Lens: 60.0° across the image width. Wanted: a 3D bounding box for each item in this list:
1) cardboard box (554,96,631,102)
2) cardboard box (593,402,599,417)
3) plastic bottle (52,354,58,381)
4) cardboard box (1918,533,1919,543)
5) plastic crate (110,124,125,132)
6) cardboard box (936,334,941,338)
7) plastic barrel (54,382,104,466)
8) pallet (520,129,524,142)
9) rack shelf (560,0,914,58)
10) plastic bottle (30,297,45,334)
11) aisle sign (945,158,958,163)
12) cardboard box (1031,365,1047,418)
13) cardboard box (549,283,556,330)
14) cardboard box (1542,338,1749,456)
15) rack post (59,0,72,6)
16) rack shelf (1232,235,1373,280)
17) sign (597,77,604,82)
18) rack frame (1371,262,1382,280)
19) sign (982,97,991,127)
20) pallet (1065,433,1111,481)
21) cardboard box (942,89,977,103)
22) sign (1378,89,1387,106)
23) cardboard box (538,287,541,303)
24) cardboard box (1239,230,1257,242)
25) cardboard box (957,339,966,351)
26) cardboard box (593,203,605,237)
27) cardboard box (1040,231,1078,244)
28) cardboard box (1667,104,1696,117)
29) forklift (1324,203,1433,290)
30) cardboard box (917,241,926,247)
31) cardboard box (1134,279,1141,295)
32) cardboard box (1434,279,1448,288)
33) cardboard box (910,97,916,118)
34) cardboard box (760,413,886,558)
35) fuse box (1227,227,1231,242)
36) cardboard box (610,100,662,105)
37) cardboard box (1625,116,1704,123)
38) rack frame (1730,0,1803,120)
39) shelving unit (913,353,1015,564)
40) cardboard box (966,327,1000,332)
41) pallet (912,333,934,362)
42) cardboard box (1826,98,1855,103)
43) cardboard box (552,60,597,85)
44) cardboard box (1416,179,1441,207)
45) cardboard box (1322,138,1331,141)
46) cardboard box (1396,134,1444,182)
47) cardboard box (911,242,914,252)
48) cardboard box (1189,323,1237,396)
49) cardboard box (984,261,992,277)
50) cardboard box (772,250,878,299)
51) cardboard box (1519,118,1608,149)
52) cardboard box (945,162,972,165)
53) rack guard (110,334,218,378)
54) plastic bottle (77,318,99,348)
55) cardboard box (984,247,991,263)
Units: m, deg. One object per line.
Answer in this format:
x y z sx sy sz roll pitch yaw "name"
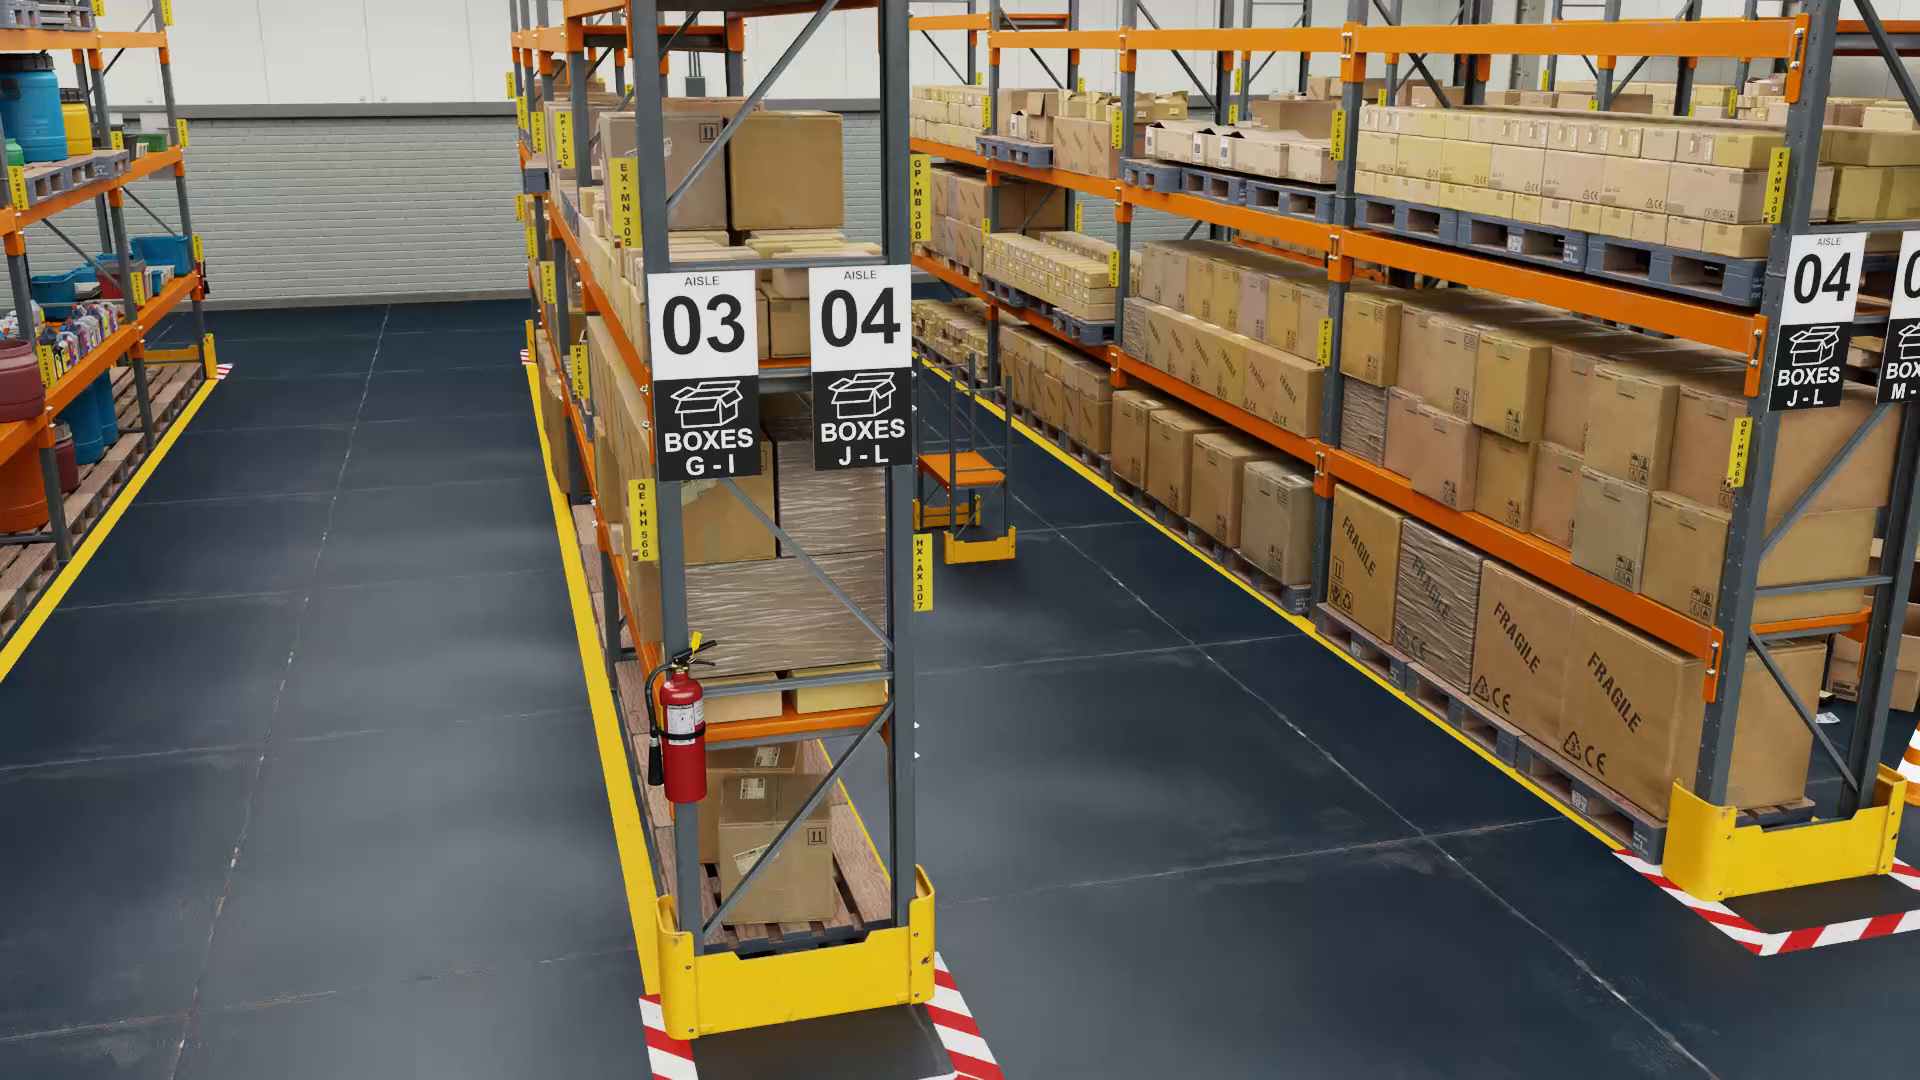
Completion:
-3.464 -3.872 15.503 0.797 0.503 0.637 -5 17 -16 "cardboard box"
-1.719 -0.576 9.963 0.875 0.500 0.500 -5 17 -15 "cardboard box"
-7.580 -1.443 13.758 0.152 0.276 0.135 -5 17 -15 "plastic bottle"
7.648 0.002 12.780 0.500 0.250 0.500 -6 18 -18 "cardboard box"
-10.005 -4.688 19.357 0.497 0.269 0.590 -5 17 -15 "plastic crate"
-0.096 -2.587 21.576 0.380 0.149 0.250 -5 17 -15 "cardboard box"
-8.416 -1.184 15.598 0.600 0.901 0.708 -5 17 -15 "plastic barrel"
-4.867 -5.024 20.402 1.003 0.211 1.213 -5 17 -15 "pallet"
-1.234 -2.488 7.850 1.077 0.370 4.000 -5 17 -15 "rack shelf"
-8.948 -2.178 16.075 0.144 0.351 0.185 -5 17 -15 "plastic bottle"
-0.016 -5.487 22.486 0.394 0.787 0.004 -5 17 -15 "aisle sign"
1.067 -1.580 17.613 0.500 0.500 0.500 -4 17 -14 "cardboard box"
-3.673 -2.208 15.916 0.500 0.500 0.500 -4 17 -14 "cardboard box"
3.785 -0.777 9.189 0.875 0.550 0.550 -5 17 -15 "cardboard box"
-8.543 -4.937 14.878 0.937 0.300 0.954 -5 17 -16 "rack post"
4.997 -3.720 22.371 1.077 0.370 4.000 -5 17 -15 "rack shelf"
-4.555 -5.696 21.084 0.100 0.325 0.005 -5 17 -15 "sign"
5.547 -3.511 20.426 1.000 3.000 0.127 -5 17 -15 "rack frame"
0.295 -4.731 18.374 0.100 0.325 0.005 -5 17 -15 "sign"
1.701 -0.866 16.468 1.003 0.211 1.213 -5 17 -15 "pallet"
-0.003 -5.376 20.119 0.380 0.149 0.250 -5 17 -16 "cardboard box"
5.013 -5.189 19.761 0.100 0.325 0.005 -5 17 -15 "sign"
-4.381 -2.666 18.048 0.380 0.149 0.250 -5 17 -15 "cardboard box"
4.303 -4.510 23.577 0.500 0.500 0.500 -5 17 -16 "cardboard box"
0.182 -2.424 20.518 0.380 0.149 0.250 -4 17 -14 "cardboard box"
-1.699 -1.666 8.638 0.380 0.149 0.250 -5 17 -16 "cardboard box"
1.113 -3.362 18.602 0.380 0.149 0.250 -4 17 -13 "cardboard box"
9.792 -5.668 22.137 0.500 0.250 0.500 -5 18 -17 "cardboard box"
4.250 -2.225 16.266 1.130 2.935 3.031 -5 17 -16 "forklift"
-0.255 -4.096 21.684 0.500 0.500 0.500 -5 17 -15 "cardboard box"
1.898 -2.433 16.027 0.380 0.149 0.250 -4 17 -13 "cardboard box"
5.683 -3.010 19.021 0.500 0.250 0.500 -5 17 -16 "cardboard box"
-0.411 -5.657 21.750 0.500 0.250 0.500 -4 17 -14 "cardboard box"
-0.573 -0.251 7.145 0.500 0.500 0.500 -5 17 -15 "cardboard box"
4.935 -5.684 29.900 0.539 1.711 0.414 -5 17 -15 "fuse box"
-2.511 -3.233 13.243 0.500 0.500 0.500 -4 17 -14 "cardboard box"
3.908 -2.259 9.193 0.380 0.149 0.250 -4 17 -14 "cardboard box"
10.318 -6.778 20.873 1.000 3.000 0.127 -5 17 -15 "rack frame"
0.021 -0.697 13.666 0.587 1.500 1.083 -5 17 -15 "shelving unit"
0.287 -2.504 20.265 0.380 0.149 0.250 -4 17 -13 "cardboard box"
-0.074 -2.614 22.287 1.003 0.211 1.213 -5 17 -15 "pallet"
10.399 -5.144 19.664 0.380 0.149 0.250 -5 17 -15 "cardboard box"
-4.234 -5.081 18.057 0.500 0.250 0.500 -6 18 -19 "cardboard box"
2.996 -2.107 10.070 0.380 0.149 0.250 -5 17 -16 "cardboard box"
2.703 -3.034 12.955 0.396 0.266 0.258 -5 17 -15 "cardboard box"
3.019 -2.338 10.148 0.500 0.250 0.500 -5 17 -16 "cardboard box"
-0.510 -3.962 22.365 0.380 0.149 0.250 -5 17 -16 "cardboard box"
2.193 -1.470 13.457 0.500 0.500 0.500 -5 17 -16 "cardboard box"
0.481 -3.027 18.522 0.380 0.149 0.250 -6 18 -18 "cardboard box"
-0.537 -1.058 6.615 0.380 0.149 0.250 -5 17 -16 "cardboard box"
3.275 -2.208 9.020 0.380 0.149 0.250 -5 17 -15 "cardboard box"
0.081 -4.760 22.157 0.500 0.500 0.500 -5 17 -16 "cardboard box"
-9.862 -2.251 20.576 1.175 0.500 0.348 -5 17 -15 "rack guard"
-8.049 -1.915 15.329 0.152 0.276 0.135 -5 17 -15 "plastic bottle"
0.481 -3.170 18.479 0.380 0.149 0.250 -4 17 -14 "cardboard box"
